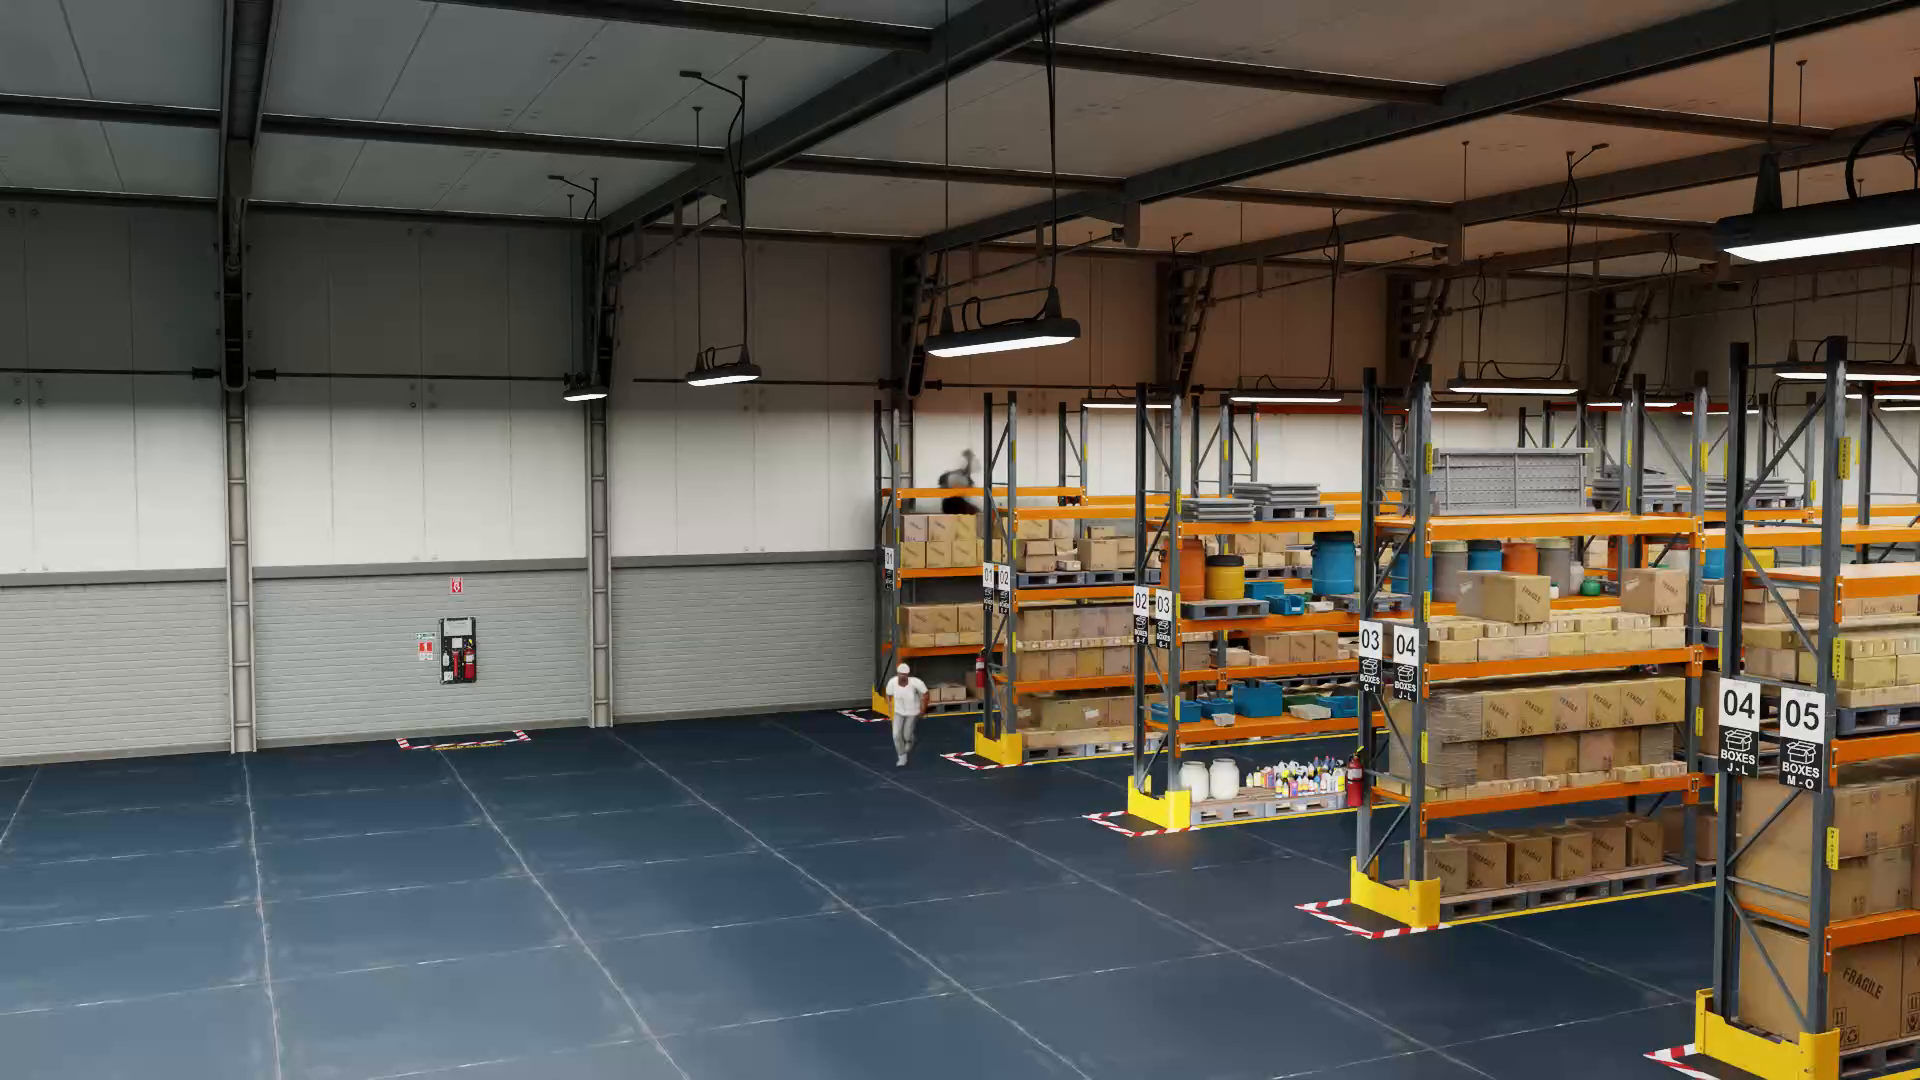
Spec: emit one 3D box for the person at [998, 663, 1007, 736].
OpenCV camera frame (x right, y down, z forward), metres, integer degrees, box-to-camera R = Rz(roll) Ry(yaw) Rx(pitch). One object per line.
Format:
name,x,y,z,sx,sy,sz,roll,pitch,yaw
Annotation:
person,0.995,2.539,29.225,0.770,1.775,0.709,-2,4,-30

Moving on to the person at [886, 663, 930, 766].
person,-0.827,2.758,26.509,0.708,1.660,0.860,1,3,14
